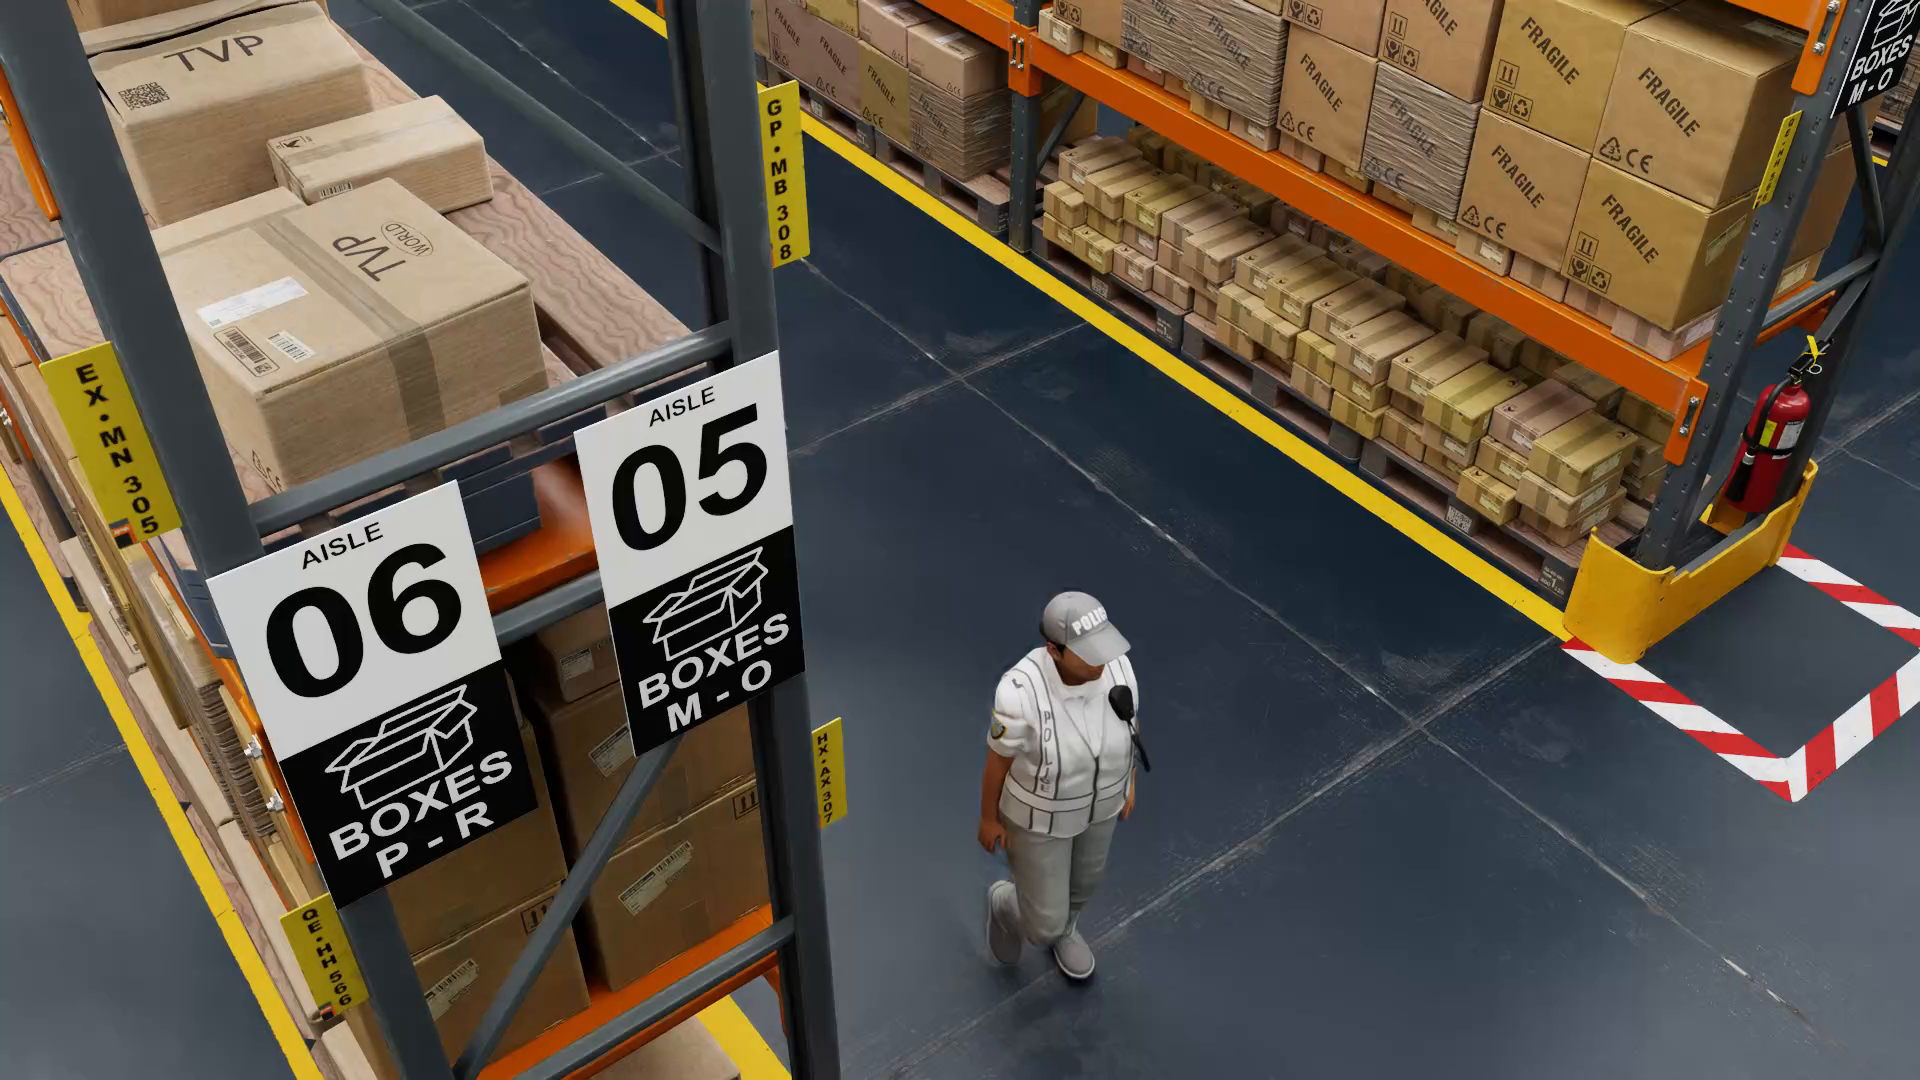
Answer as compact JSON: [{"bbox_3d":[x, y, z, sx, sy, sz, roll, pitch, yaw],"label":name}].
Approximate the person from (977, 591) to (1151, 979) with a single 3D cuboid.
[{"bbox_3d":[0.322,0.818,5.166,0.535,1.665,0.453,-19,44,-21],"label":"person"}]
